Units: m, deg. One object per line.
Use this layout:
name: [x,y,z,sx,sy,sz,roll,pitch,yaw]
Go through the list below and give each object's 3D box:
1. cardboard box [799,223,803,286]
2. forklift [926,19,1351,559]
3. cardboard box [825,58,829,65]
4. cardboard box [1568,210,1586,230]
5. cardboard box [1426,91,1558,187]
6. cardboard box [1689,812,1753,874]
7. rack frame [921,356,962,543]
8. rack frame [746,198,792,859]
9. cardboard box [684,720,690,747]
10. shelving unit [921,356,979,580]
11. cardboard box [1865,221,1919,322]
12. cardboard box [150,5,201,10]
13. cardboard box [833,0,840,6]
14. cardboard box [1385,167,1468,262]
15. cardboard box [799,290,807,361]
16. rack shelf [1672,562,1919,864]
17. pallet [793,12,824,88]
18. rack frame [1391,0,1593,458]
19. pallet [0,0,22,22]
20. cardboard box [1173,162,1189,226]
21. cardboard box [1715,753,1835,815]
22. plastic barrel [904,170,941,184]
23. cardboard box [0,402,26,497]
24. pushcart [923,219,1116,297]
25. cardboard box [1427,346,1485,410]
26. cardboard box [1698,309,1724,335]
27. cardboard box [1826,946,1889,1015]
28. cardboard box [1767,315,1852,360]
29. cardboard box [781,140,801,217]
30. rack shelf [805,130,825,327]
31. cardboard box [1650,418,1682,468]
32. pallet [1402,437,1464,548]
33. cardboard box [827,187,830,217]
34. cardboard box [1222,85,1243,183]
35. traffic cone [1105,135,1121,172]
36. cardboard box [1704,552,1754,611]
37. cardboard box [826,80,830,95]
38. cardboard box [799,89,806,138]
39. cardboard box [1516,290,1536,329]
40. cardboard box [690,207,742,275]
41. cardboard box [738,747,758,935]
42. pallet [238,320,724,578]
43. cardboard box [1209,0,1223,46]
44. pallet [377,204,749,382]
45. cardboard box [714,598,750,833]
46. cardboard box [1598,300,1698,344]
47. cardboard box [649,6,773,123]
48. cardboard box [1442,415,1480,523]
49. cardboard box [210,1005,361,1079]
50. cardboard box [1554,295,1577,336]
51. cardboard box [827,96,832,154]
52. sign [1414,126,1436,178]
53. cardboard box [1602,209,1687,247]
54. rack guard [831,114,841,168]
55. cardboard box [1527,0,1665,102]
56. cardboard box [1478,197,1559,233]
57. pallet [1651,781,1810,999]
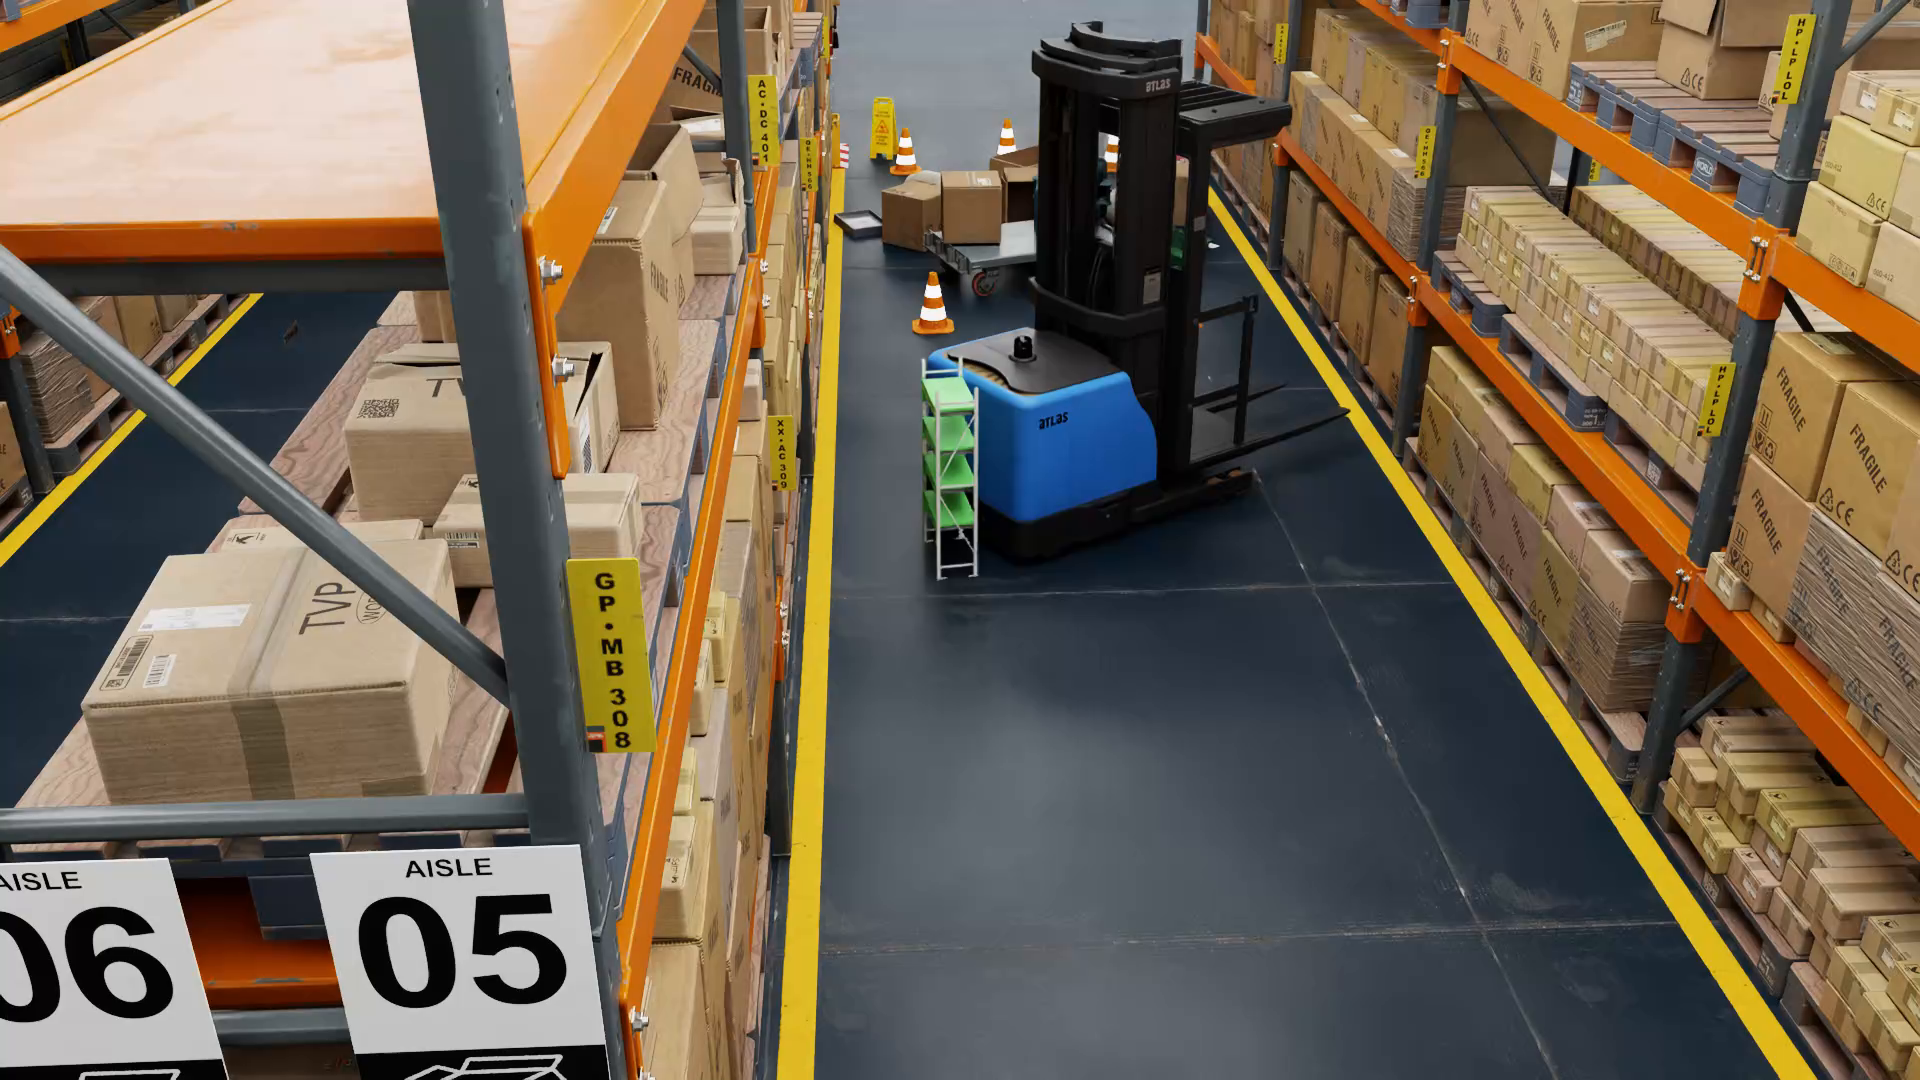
cardboard box: [-1.195,-1.697,9.882,0.500,0.250,0.500,-1,28,-3]
forklift: [1.280,-1.713,10.364,3.031,2.935,1.130,-19,33,-31]
cardboard box: [-1.499,-4.824,16.527,0.380,0.149,0.250,-1,28,-2]
cardboard box: [3.945,-1.916,10.175,0.380,0.149,0.250,-1,28,-2]
cardboard box: [3.451,-2.621,10.843,0.700,0.500,0.500,-2,28,-3]
cardboard box: [3.385,1.298,7.147,0.380,0.149,0.250,-1,28,-1]
rack frame: [-0.105,-0.529,9.966,0.240,1.200,0.015,-5,28,-9]
rack frame: [-1.265,0.087,6.839,1.000,3.000,0.127,-1,28,-3]
cardboard box: [-0.880,0.506,4.146,0.380,0.149,0.250,-1,28,-2]
shelving unit: [-0.061,-0.418,9.754,0.258,1.200,0.503,-5,28,-9]
cardboard box: [3.469,-0.891,5.633,0.500,0.250,0.500,-2,28,-3]
cardboard box: [-6.992,-4.682,14.851,0.380,0.149,0.250,-2,28,-3]
cardboard box: [-1.498,-5.376,15.803,0.700,0.500,0.500,-2,28,-3]
cardboard box: [3.173,-2.172,11.062,0.500,0.500,0.500,-1,28,-3]
cardboard box: [-1.146,-1.230,9.528,0.500,0.250,0.500,-1,28,-2]
rack shelf: [3.778,1.164,5.553,1.077,0.370,4.000,-1,28,-3]
pallet: [-1.387,-2.710,9.163,1.213,0.211,1.003,0,28,0]
rack frame: [3.464,-1.926,10.699,1.000,3.000,0.127,-1,28,-3]
pallet: [-6.555,-3.196,10.094,1.213,0.211,1.003,0,28,0]
cardboard box: [2.150,-3.358,16.145,0.500,0.500,0.500,3,28,6]
cardboard box: [3.439,1.028,7.021,0.380,0.149,0.250,0,28,0]
plastic barrel: [-0.272,-3.395,16.301,0.512,0.421,0.421,19,33,32]
cardboard box: [-6.194,-0.526,10.264,0.500,0.500,0.500,-1,28,-1]
pushcart: [0.592,-2.523,14.678,1.648,0.377,0.936,-11,30,-20]
cardboard box: [3.258,-1.012,10.385,0.500,0.250,0.500,-3,28,-5]
cardboard box: [4.038,-1.084,8.581,0.380,0.149,0.250,-2,28,-4]
cardboard box: [3.476,1.639,6.171,0.380,0.149,0.250,-2,28,-3]
cardboard box: [4.070,-0.973,8.046,0.380,0.149,0.250,-2,28,-3]
cardboard box: [-1.186,-2.015,9.680,0.500,0.500,0.500,-2,28,-4]
rack shelf: [-1.578,-2.364,12.318,1.077,0.370,4.000,-1,28,-3]
cardboard box: [3.440,-0.452,7.691,0.380,0.149,0.250,-1,28,-2]
pallet: [3.504,-0.329,10.652,1.003,0.211,1.213,-1,28,-3]
cardboard box: [-1.483,-3.099,15.468,0.500,0.250,0.500,0,28,0]
cardboard box: [3.196,-4.147,16.801,0.875,0.875,0.875,-2,28,-3]
traffic cone: [1.656,-4.216,17.833,0.336,0.463,0.334,-1,28,-3]
cardboard box: [3.361,0.171,6.950,0.380,0.149,0.250,0,28,-1]
cardboard box: [-1.503,-4.510,16.660,0.380,0.149,0.250,-1,28,-1]
cardboard box: [-1.335,-2.821,11.532,0.500,0.500,0.500,-1,28,-2]
cardboard box: [3.346,-1.293,9.304,0.380,0.149,0.250,-1,28,-1]
cardboard box: [-0.898,-0.952,5.298,0.380,0.149,0.250,-1,28,-1]
cardboard box: [-0.900,0.963,5.053,0.500,0.500,0.500,0,28,-1]
pallet: [-1.172,-0.263,4.363,1.003,0.211,1.213,-1,28,-3]
cardboard box: [3.111,-5.517,17.422,0.875,0.550,0.550,-1,28,-3]
pallet: [-1.233,-0.825,5.441,1.003,0.211,1.213,-1,28,-3]
cardboard box: [-0.892,0.512,4.835,0.500,0.500,0.500,-1,28,-2]
cardboard box: [3.408,-1.076,8.244,0.380,0.149,0.250,-2,28,-4]
cardboard box: [-1.021,-1.887,6.819,0.500,0.500,0.500,-2,28,-4]
cardboard box: [3.276,-0.439,10.097,0.500,0.500,0.500,-1,28,-2]
cardboard box: [-1.275,0.998,3.201,0.380,0.149,0.250,-1,28,-2]
cardboard box: [3.376,-1.185,8.775,0.380,0.149,0.250,0,28,-1]
cardboard box: [-1.559,-4.149,16.670,0.500,0.500,0.500,0,28,-1]
sign: [2.910,-2.424,10.403,0.100,0.325,0.005,-1,28,-3]
cardboard box: [3.972,-1.812,9.655,0.380,0.149,0.250,-1,28,-1]
rack guard: [-1.887,-4.311,17.975,1.175,0.500,0.348,-1,28,-3]
cardboard box: [3.293,-2.569,8.580,0.500,0.500,0.500,-1,28,-3]
cardboard box: [3.312,-1.922,9.867,0.380,0.149,0.250,-2,28,-4]
pallet: [3.744,1.467,7.209,1.003,0.211,1.213,-1,28,-3]
